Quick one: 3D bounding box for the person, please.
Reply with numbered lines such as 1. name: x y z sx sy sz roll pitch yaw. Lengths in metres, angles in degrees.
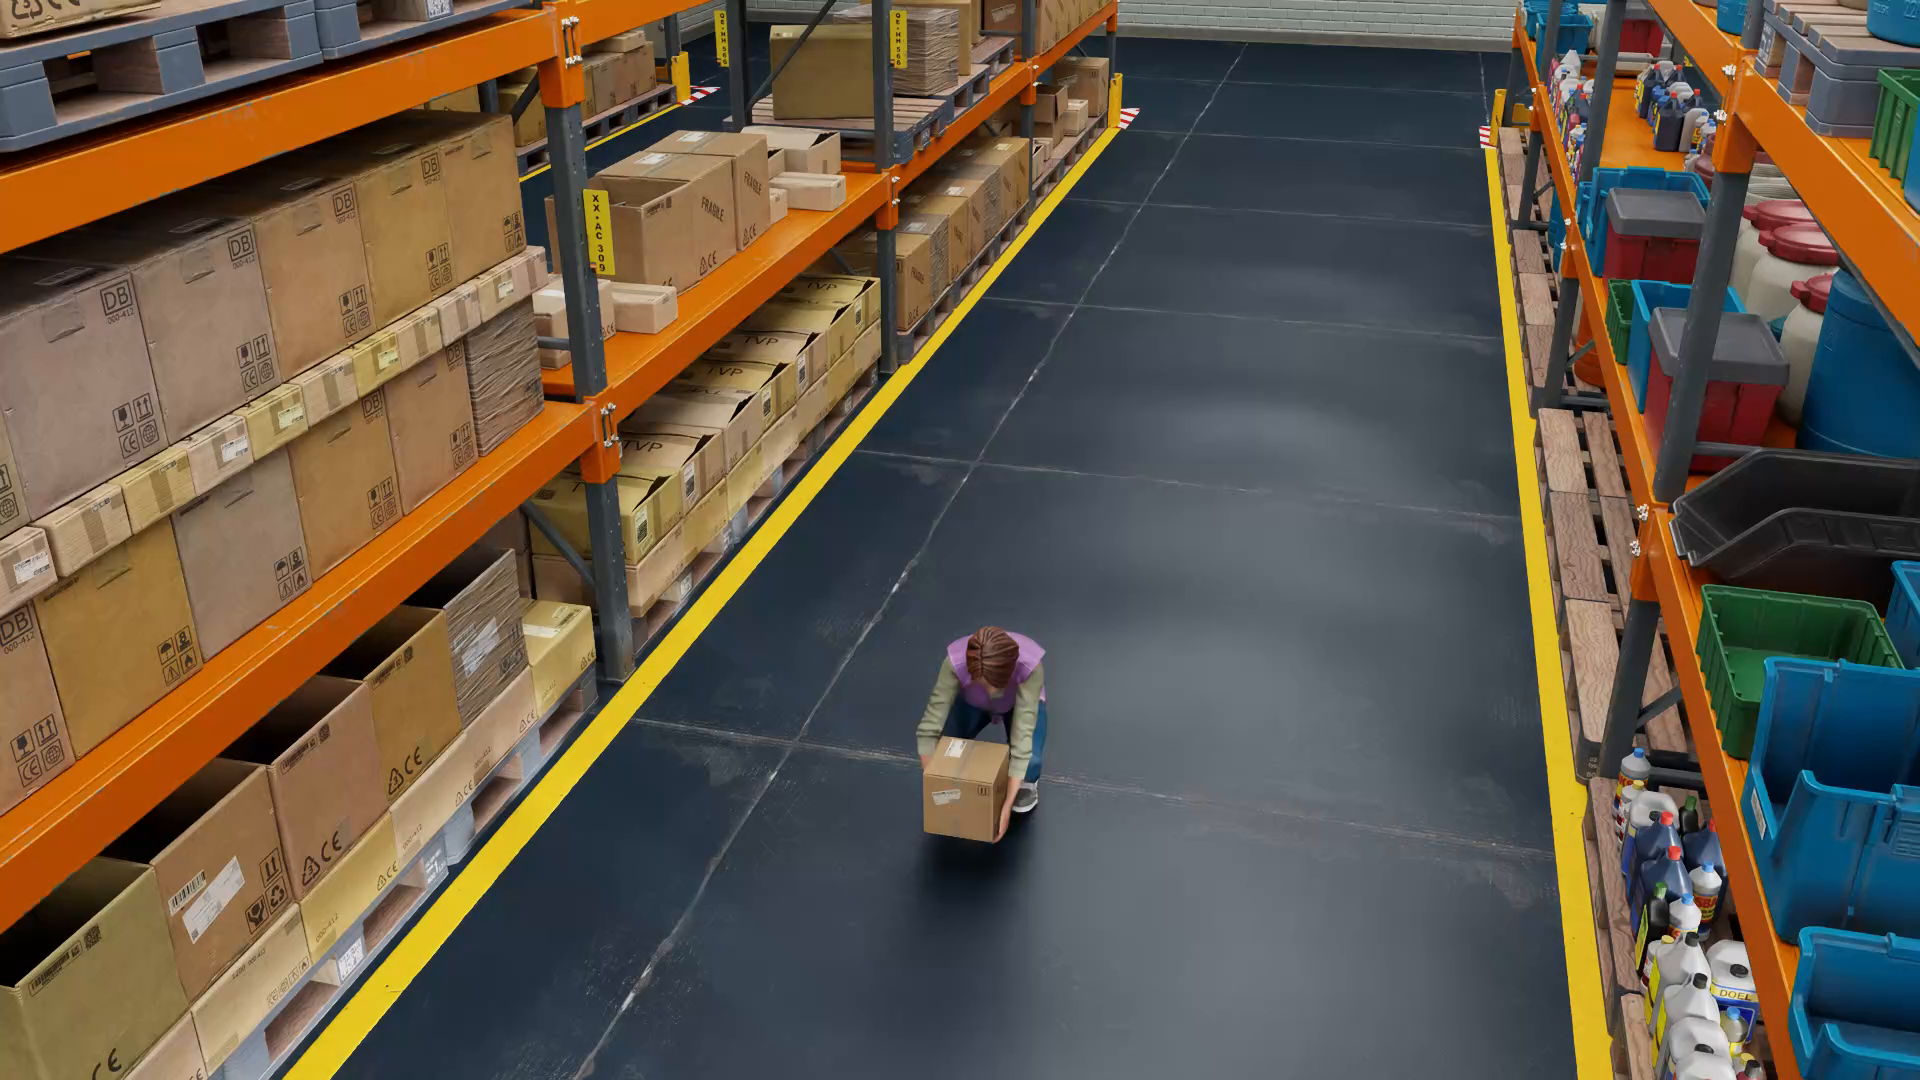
1. person: 0.105 0.640 6.129 0.447 0.881 0.810 6 26 13
